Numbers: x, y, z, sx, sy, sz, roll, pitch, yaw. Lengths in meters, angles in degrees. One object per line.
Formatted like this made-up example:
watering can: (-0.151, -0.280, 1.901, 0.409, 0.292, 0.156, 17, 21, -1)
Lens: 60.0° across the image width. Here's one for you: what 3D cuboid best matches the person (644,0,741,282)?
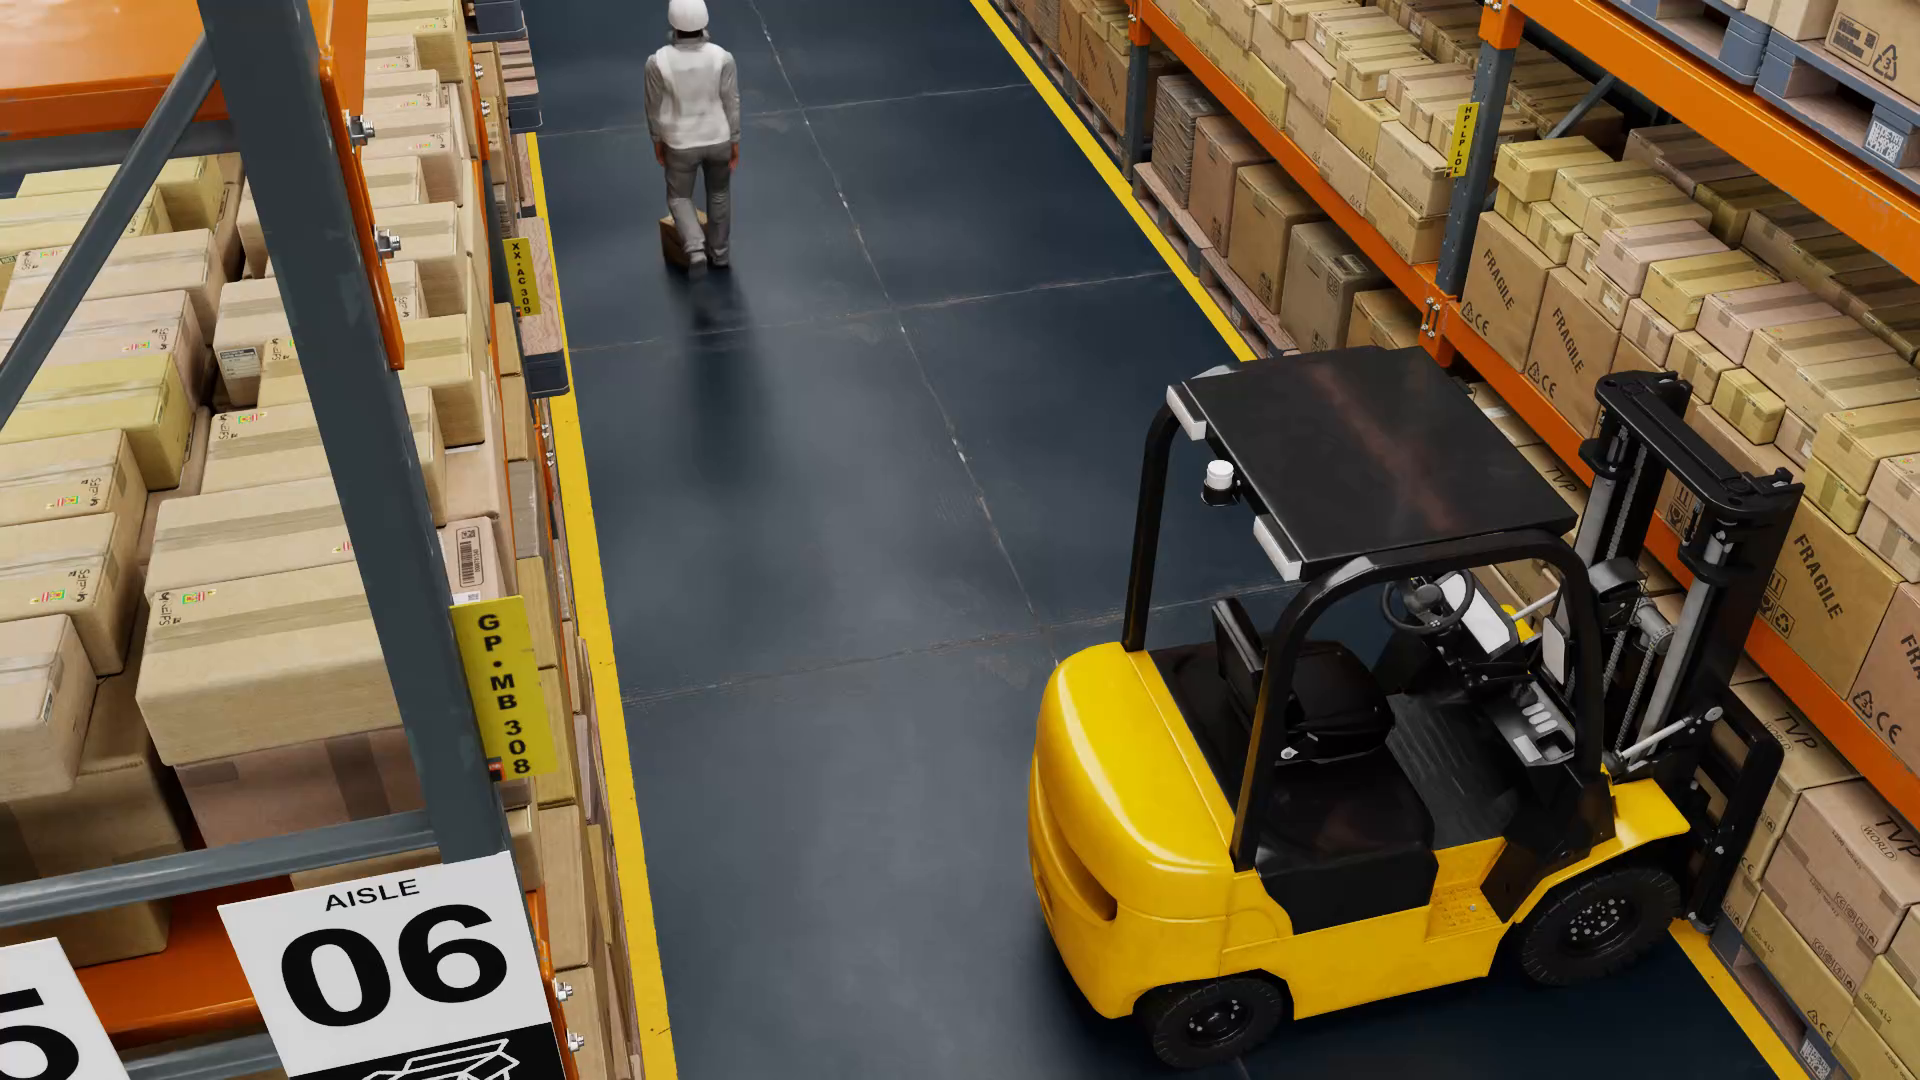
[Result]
person: (-1.532, -2.323, 9.653, 0.536, 1.748, 0.736, -9, 39, -11)
